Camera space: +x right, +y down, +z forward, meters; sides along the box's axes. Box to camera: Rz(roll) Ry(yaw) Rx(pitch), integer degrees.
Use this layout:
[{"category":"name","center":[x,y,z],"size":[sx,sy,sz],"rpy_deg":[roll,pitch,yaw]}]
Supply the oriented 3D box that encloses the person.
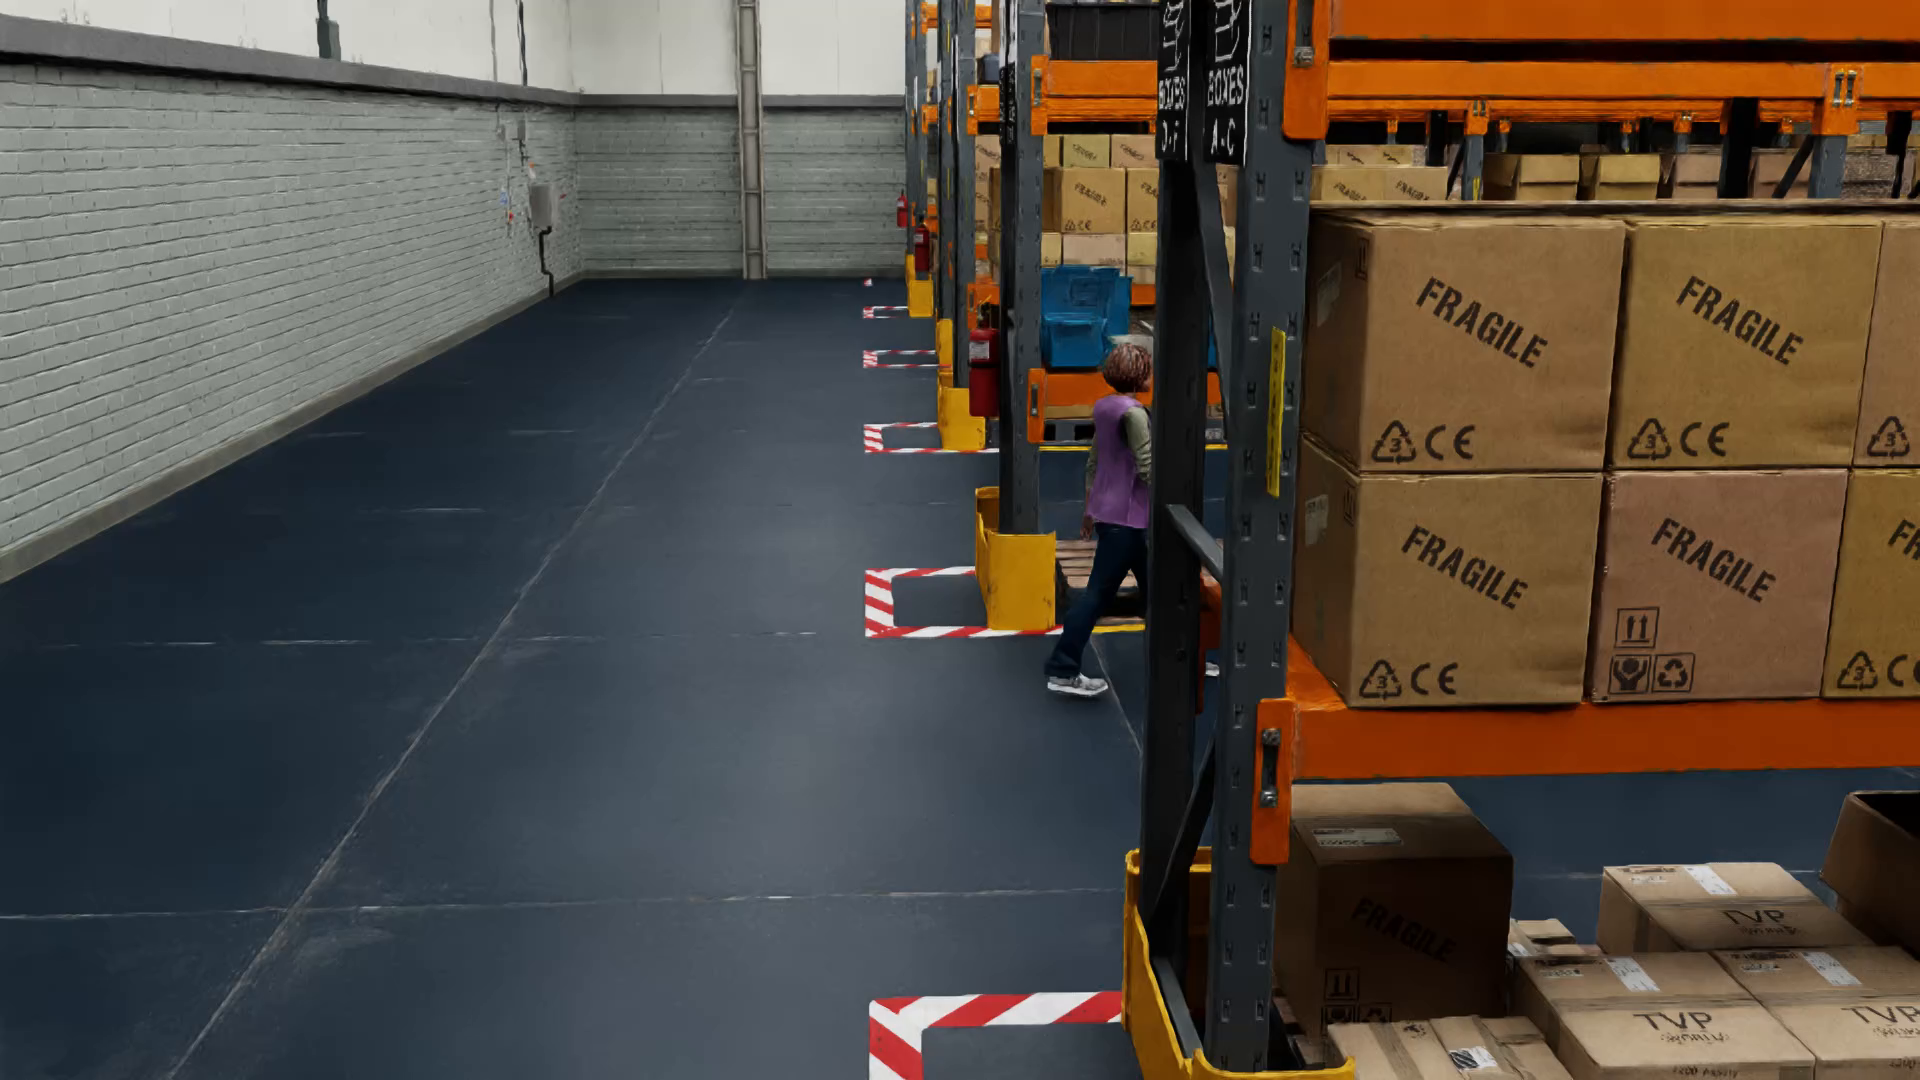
[{"category":"person","center":[0.795,-0.092,7.378],"size":[0.876,1.571,0.454],"rpy_deg":[-3,14,-12]}]
